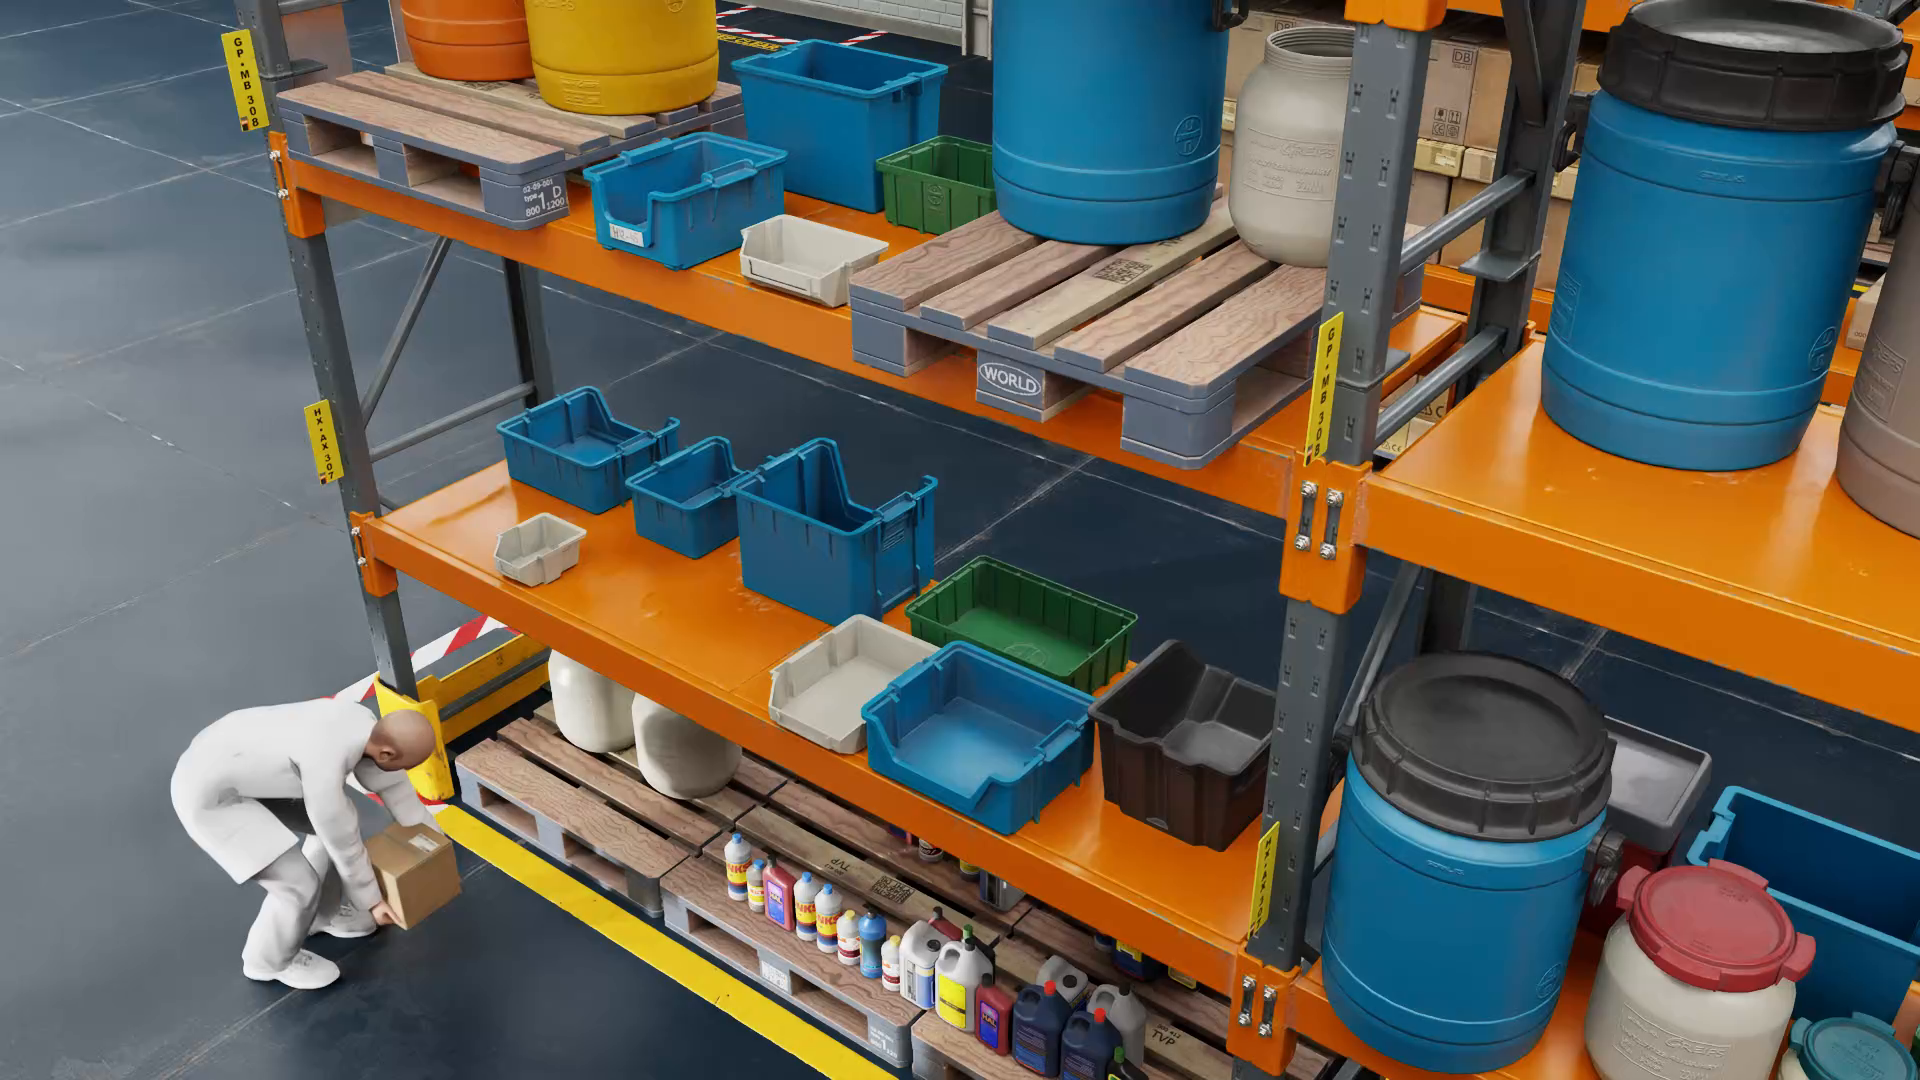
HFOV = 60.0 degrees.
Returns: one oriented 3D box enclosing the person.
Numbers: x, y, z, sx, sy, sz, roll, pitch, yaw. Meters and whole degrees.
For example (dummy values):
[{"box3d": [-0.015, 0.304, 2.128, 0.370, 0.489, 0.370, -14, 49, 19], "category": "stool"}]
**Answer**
[{"box3d": [-2.281, 1.079, 5.974, 0.939, 1.107, 0.579, 1, 31, 2], "category": "person"}]
